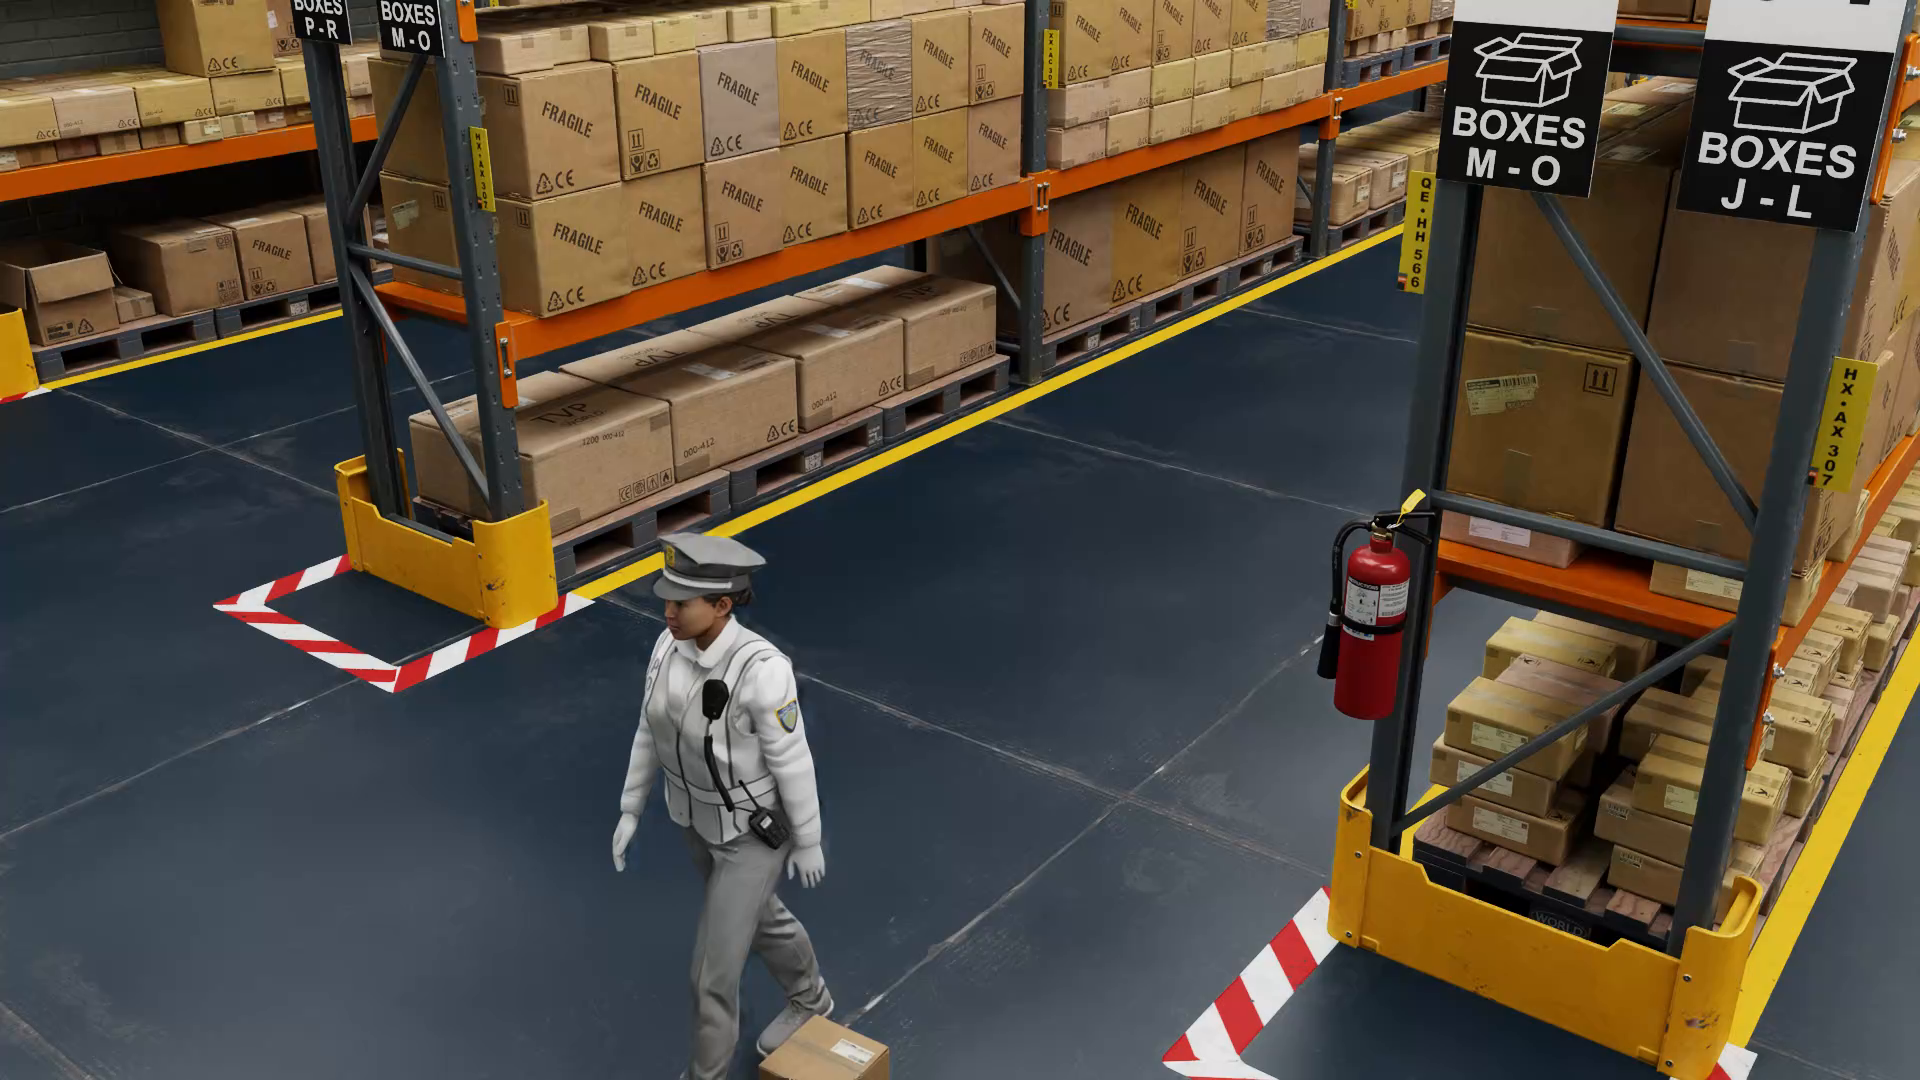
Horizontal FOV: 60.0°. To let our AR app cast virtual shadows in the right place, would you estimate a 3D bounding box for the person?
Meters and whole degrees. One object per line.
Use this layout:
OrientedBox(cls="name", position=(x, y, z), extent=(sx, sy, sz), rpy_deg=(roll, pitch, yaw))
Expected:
OrientedBox(cls="person", position=(-0.648, 0.770, 4.333), extent=(0.522, 1.706, 0.773), rpy_deg=(21, 31, 39))
